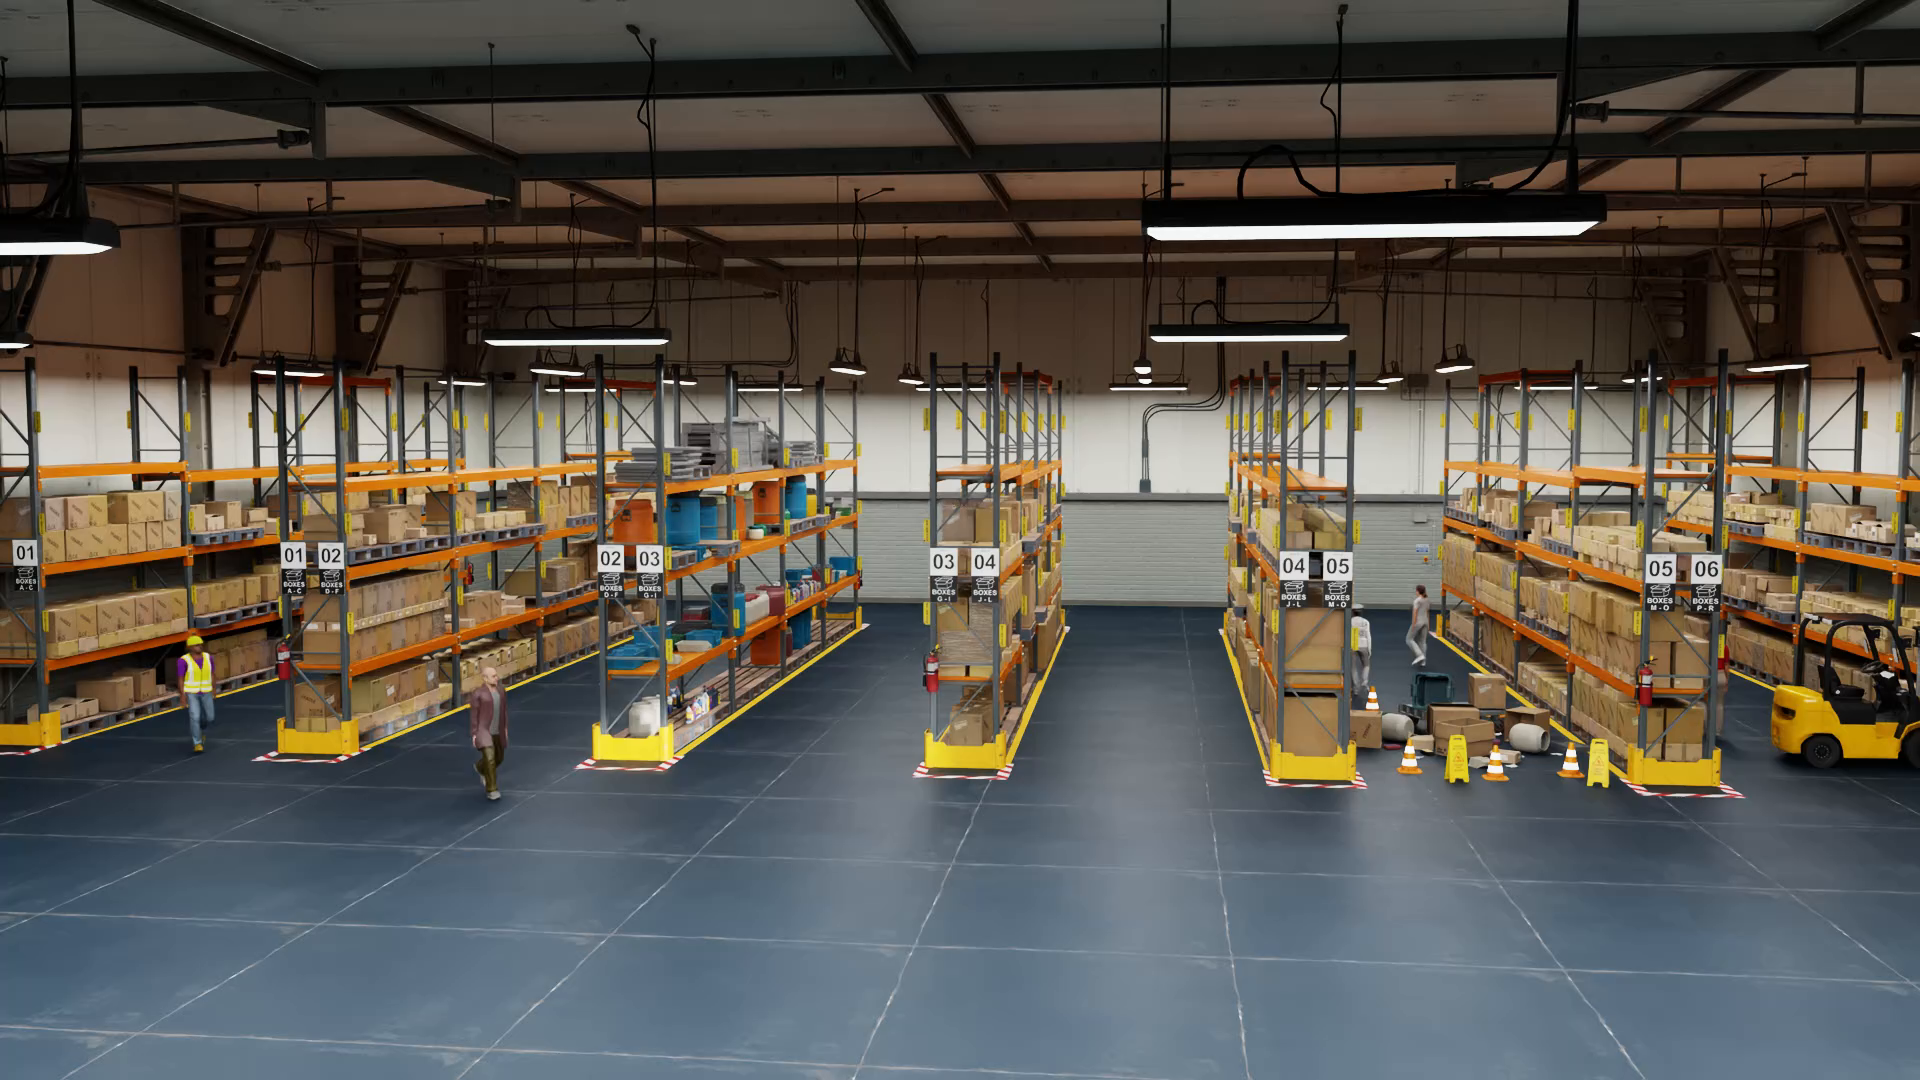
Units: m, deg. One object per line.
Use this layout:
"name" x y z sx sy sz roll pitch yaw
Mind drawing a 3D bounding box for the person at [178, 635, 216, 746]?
"person" -11.643 2.285 25.352 0.566 1.692 0.523 -3 5 -39

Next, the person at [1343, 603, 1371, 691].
"person" 7.292 1.982 30.533 0.505 1.616 0.421 0 4 7

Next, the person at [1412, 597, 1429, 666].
"person" 9.473 1.878 34.138 0.488 1.422 0.427 -3 5 -32

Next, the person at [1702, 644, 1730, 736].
"person" 12.015 2.378 26.568 0.564 1.574 0.381 -1 4 -17

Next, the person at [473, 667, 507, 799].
"person" -6.328 2.548 22.274 0.547 1.741 0.984 -4 6 -43
